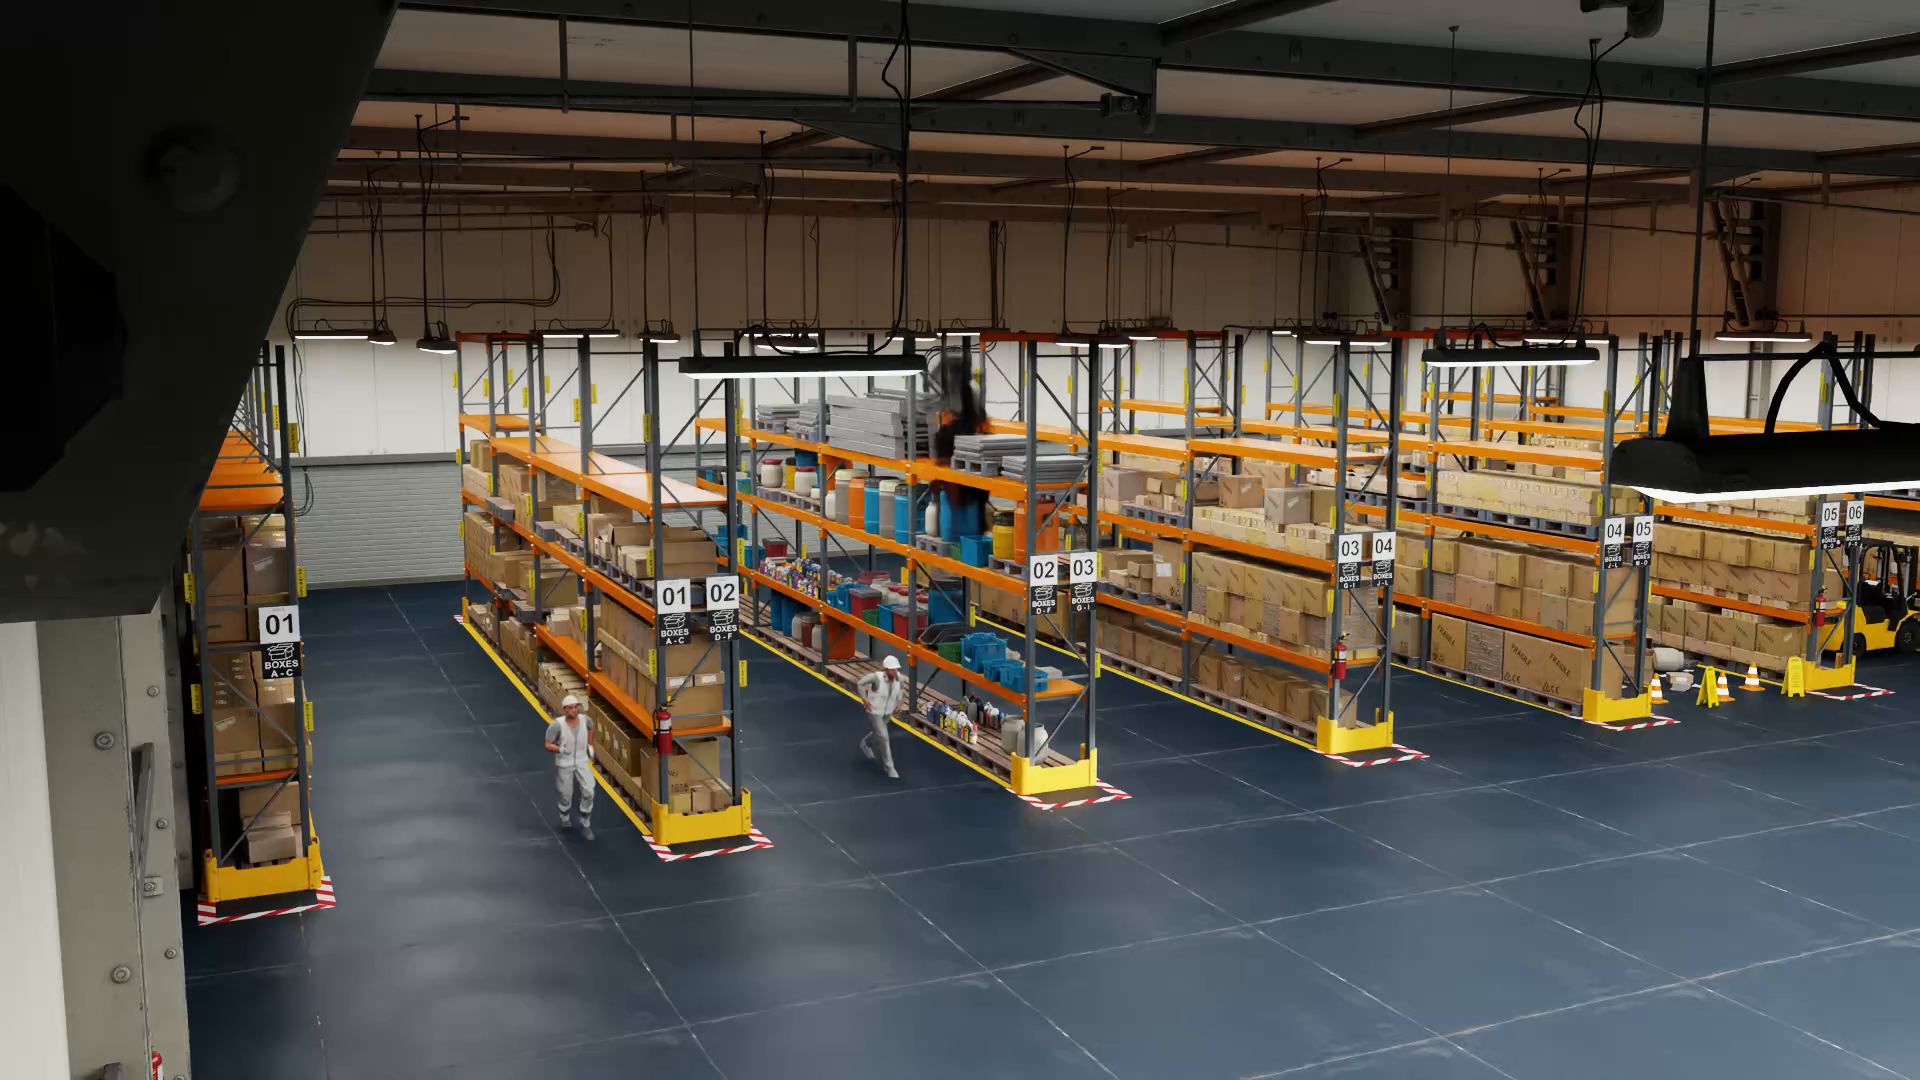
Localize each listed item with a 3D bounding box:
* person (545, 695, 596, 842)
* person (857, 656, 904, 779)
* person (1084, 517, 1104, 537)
[{"bbox_3d":[-4.716,2.749,20.217,0.669,1.800,0.826,-4,9,-27],"label":"person"},{"bbox_3d":[-1.141,2.403,23.151,0.696,1.732,1.049,-4,9,-30],"label":"person"},{"bbox_3d":[3.348,-0.083,41.573,0.794,1.691,0.585,-5,9,-31],"label":"person"}]
